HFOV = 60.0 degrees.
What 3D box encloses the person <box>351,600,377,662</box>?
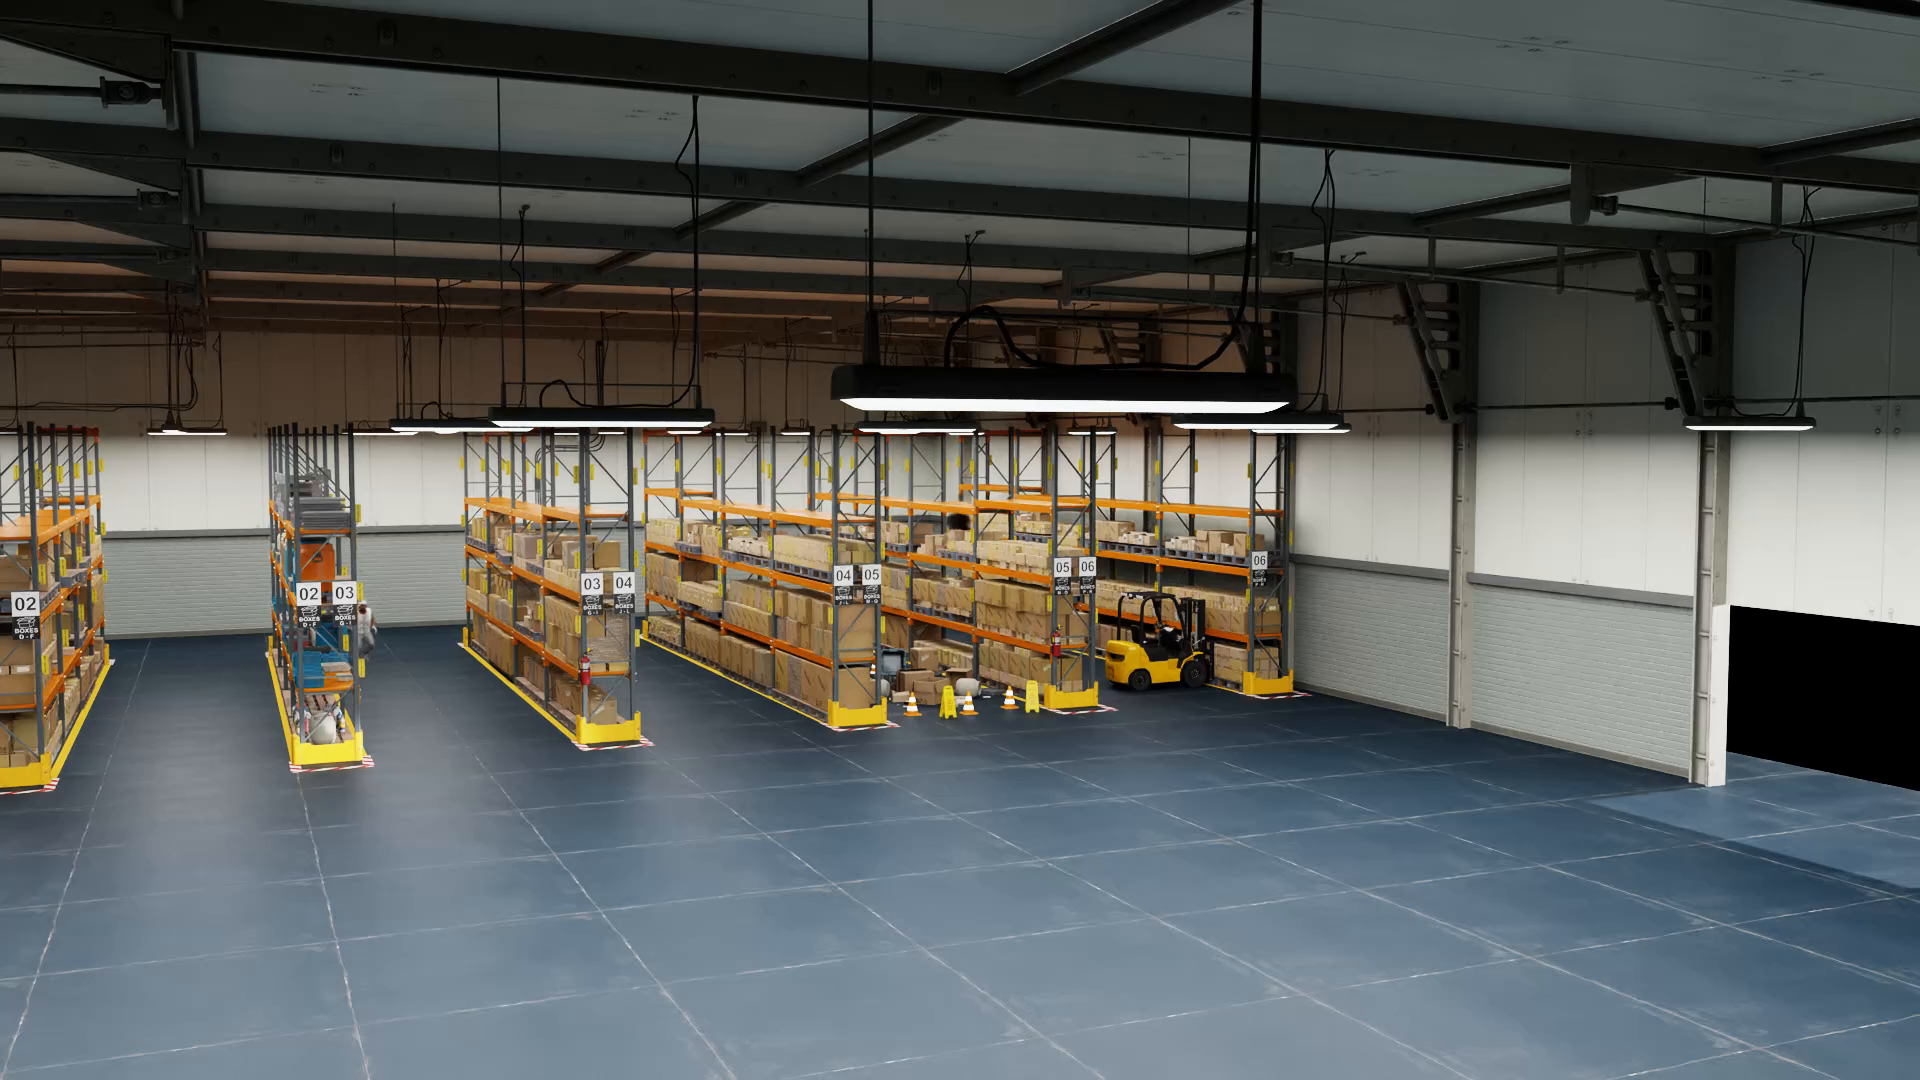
[{"bbox_3d":[-15.059,2.327,41.991,0.713,1.669,0.807,-3,5,-40],"label":"person"}]
